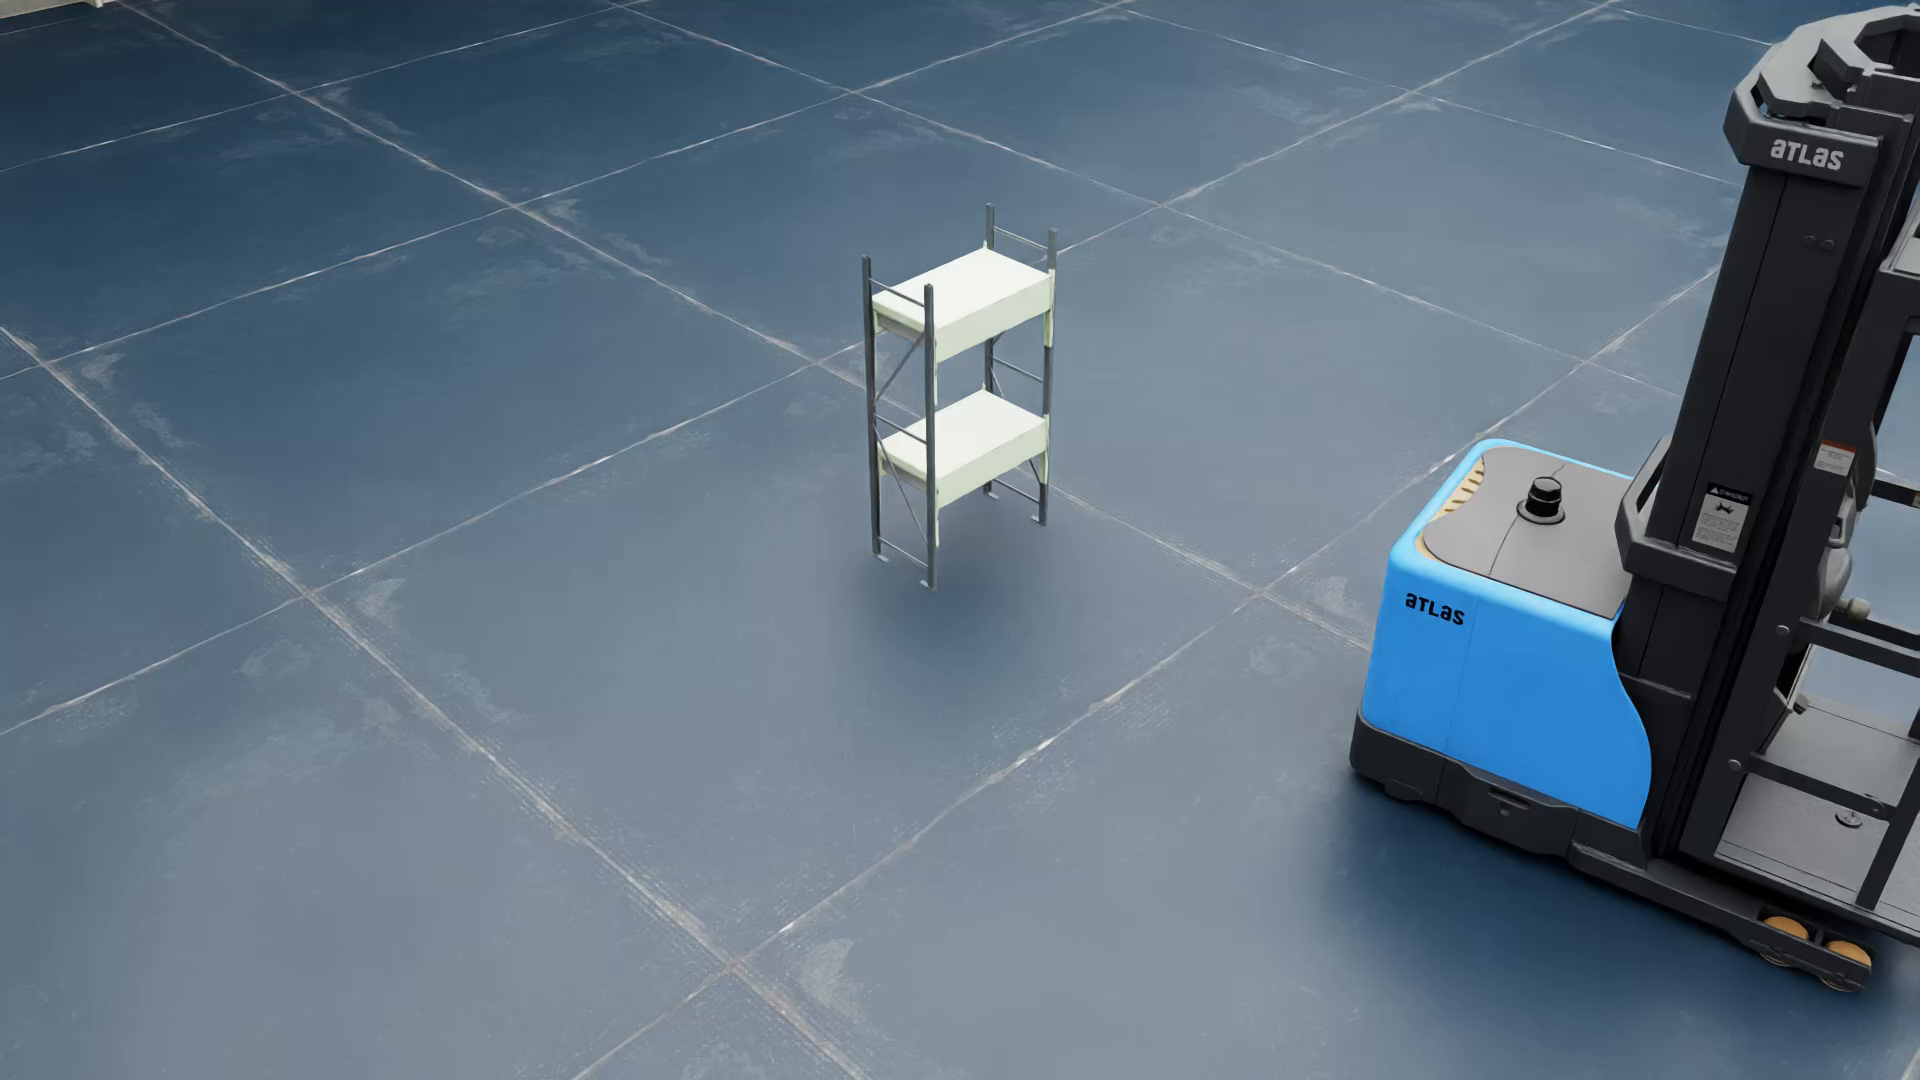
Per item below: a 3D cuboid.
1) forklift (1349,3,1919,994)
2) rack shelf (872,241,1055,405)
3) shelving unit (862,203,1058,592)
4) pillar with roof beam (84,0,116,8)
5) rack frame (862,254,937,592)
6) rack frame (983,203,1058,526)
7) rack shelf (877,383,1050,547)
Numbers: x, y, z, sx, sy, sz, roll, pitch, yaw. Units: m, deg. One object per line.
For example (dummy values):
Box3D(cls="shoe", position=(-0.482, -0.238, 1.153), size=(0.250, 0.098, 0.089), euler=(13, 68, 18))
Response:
Box3D(cls="forklift", position=(3.006, -0.038, 5.242), size=(3.031, 2.935, 1.130), euler=(21, 40, 27))
Box3D(cls="rack shelf", position=(0.005, -0.938, 7.102), size=(0.431, 0.370, 0.720), euler=(30, 45, 35))
Box3D(cls="shelving unit", position=(0.005, -0.618, 7.325), size=(0.431, 1.500, 0.755), euler=(30, 45, 35))
Box3D(cls="pillar with roof beam", position=(-4.350, -6.682, 9.465), size=(9.100, 9.000, 0.400), euler=(30, 45, 35))
Box3D(cls="rack frame", position=(-0.253, -0.469, 7.112), size=(0.400, 1.500, 0.023), euler=(30, 45, 35))
Box3D(cls="rack frame", position=(0.263, -0.766, 7.538), size=(0.400, 1.500, 0.023), euler=(30, 45, 35))
Box3D(cls="rack shelf", position=(0.005, -0.350, 7.511), size=(0.431, 0.370, 0.720), euler=(30, 45, 35))
